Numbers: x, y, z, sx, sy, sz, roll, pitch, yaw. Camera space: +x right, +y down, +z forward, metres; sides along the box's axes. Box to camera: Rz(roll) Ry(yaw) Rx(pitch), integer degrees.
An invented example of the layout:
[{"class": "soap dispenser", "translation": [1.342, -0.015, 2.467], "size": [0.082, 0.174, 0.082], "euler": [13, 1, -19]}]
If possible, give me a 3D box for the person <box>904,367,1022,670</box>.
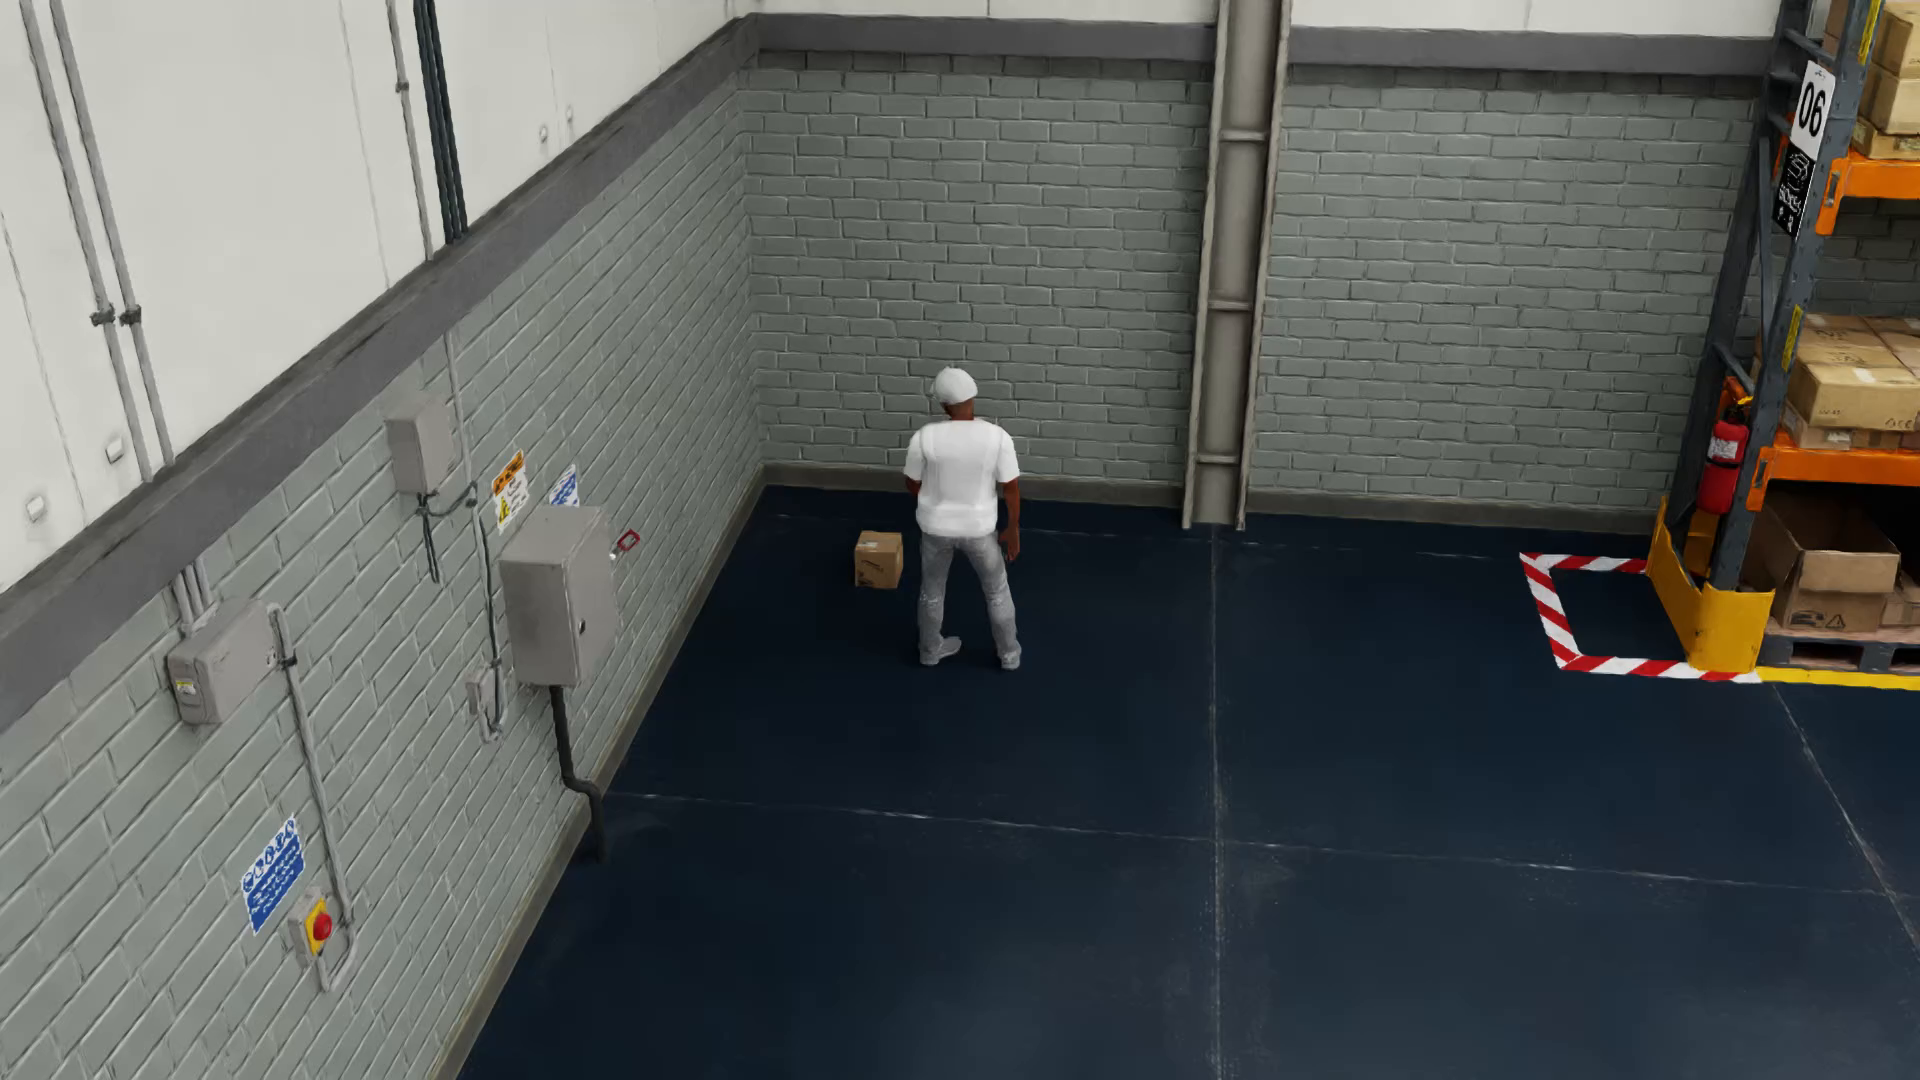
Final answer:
[{"class": "person", "translation": [0.028, -0.112, 8.799], "size": [0.639, 1.764, 0.474], "euler": [-1, 28, -1]}]
